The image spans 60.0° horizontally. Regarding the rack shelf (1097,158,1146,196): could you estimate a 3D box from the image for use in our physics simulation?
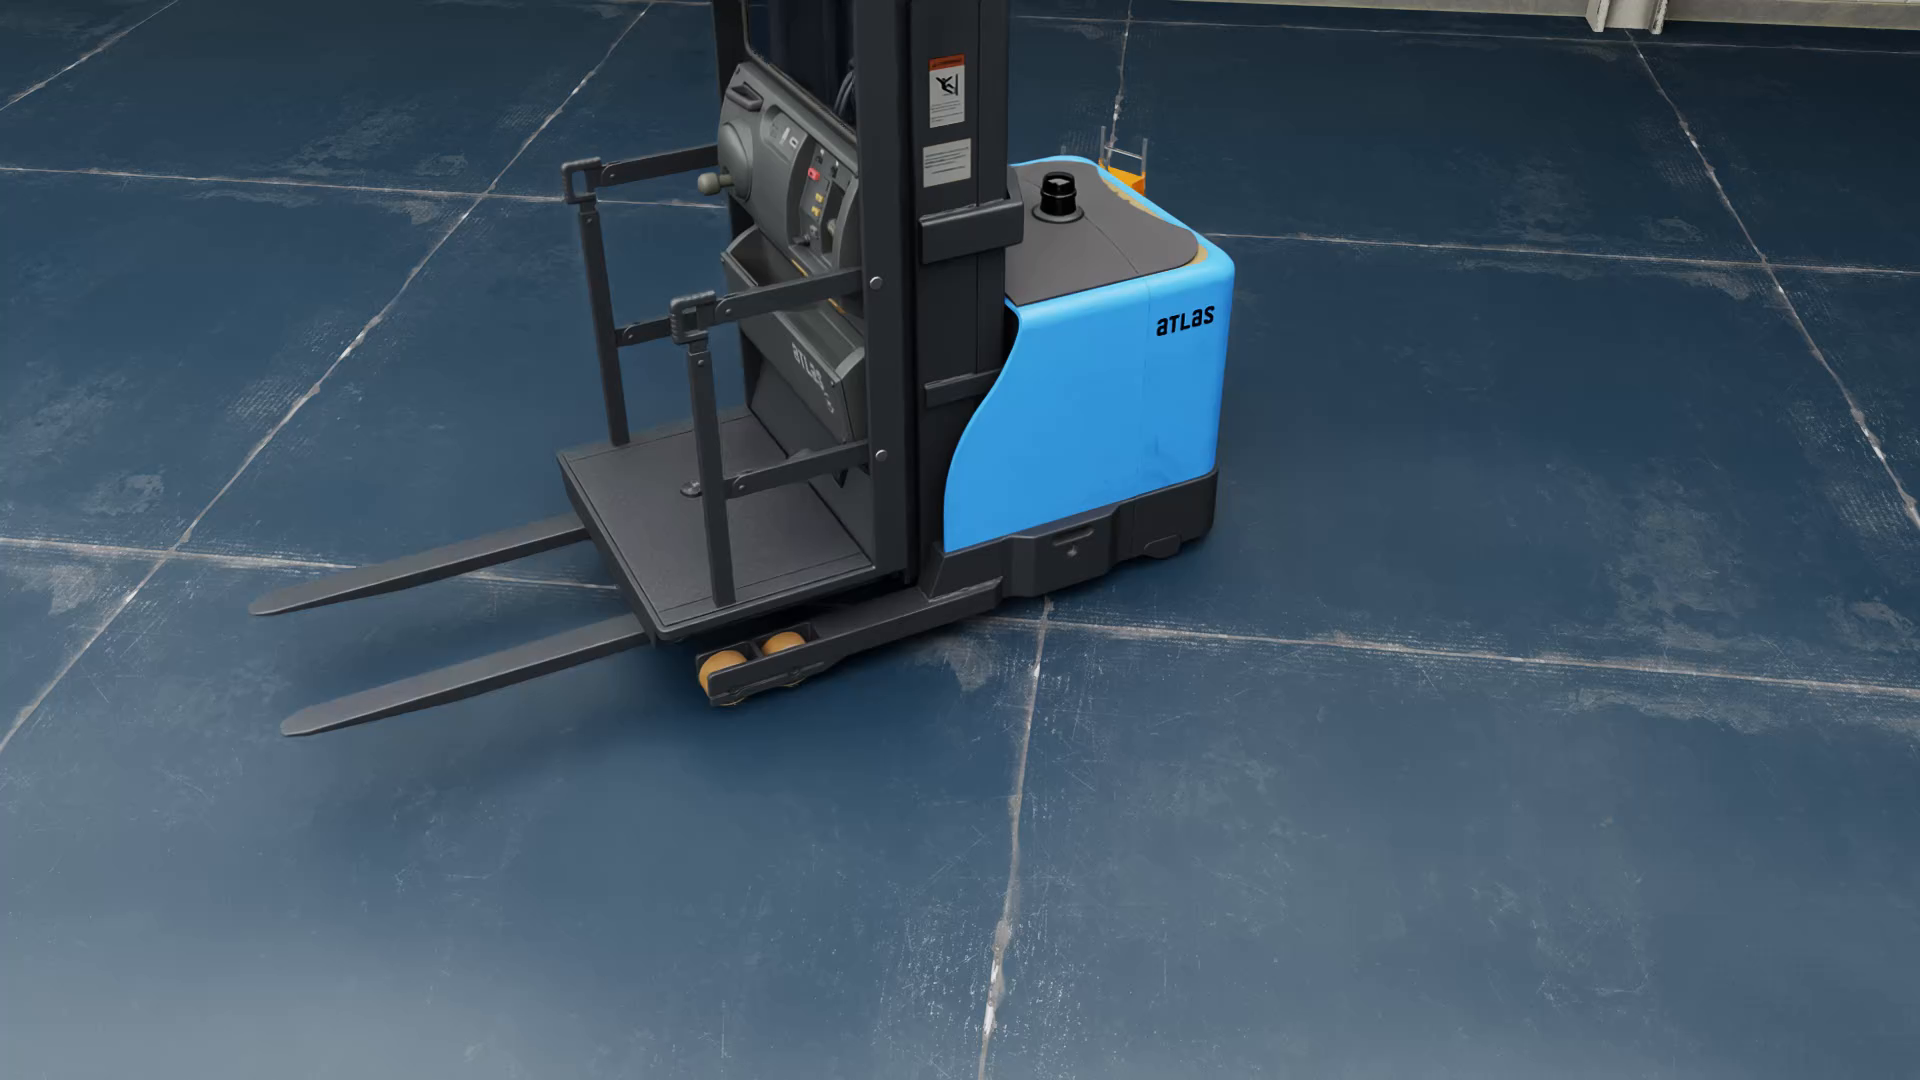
[{"bbox_3d":[0.516,-1.209,6.070,0.215,0.259,0.240,26,43,31],"label":"rack shelf"}]

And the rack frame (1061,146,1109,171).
[{"bbox_3d":[0.439,-0.932,6.152,0.200,1.050,0.008,26,43,31],"label":"rack frame"}]

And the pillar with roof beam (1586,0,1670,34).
[{"bbox_3d":[3.503,-4.334,4.077,0.400,9.000,9.100,4,36,6],"label":"pillar with roof beam"}]

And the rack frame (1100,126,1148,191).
[{"bbox_3d":[0.594,-1.042,6.306,0.200,1.050,0.008,26,43,31],"label":"rack frame"}]

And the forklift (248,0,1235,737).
[{"bbox_3d":[-0.681,-1.042,4.688,3.031,2.935,1.130,-17,39,-22],"label":"forklift"}]

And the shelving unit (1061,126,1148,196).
[{"bbox_3d":[0.516,-0.987,6.229,0.215,1.050,0.252,26,43,31],"label":"shelving unit"}]
